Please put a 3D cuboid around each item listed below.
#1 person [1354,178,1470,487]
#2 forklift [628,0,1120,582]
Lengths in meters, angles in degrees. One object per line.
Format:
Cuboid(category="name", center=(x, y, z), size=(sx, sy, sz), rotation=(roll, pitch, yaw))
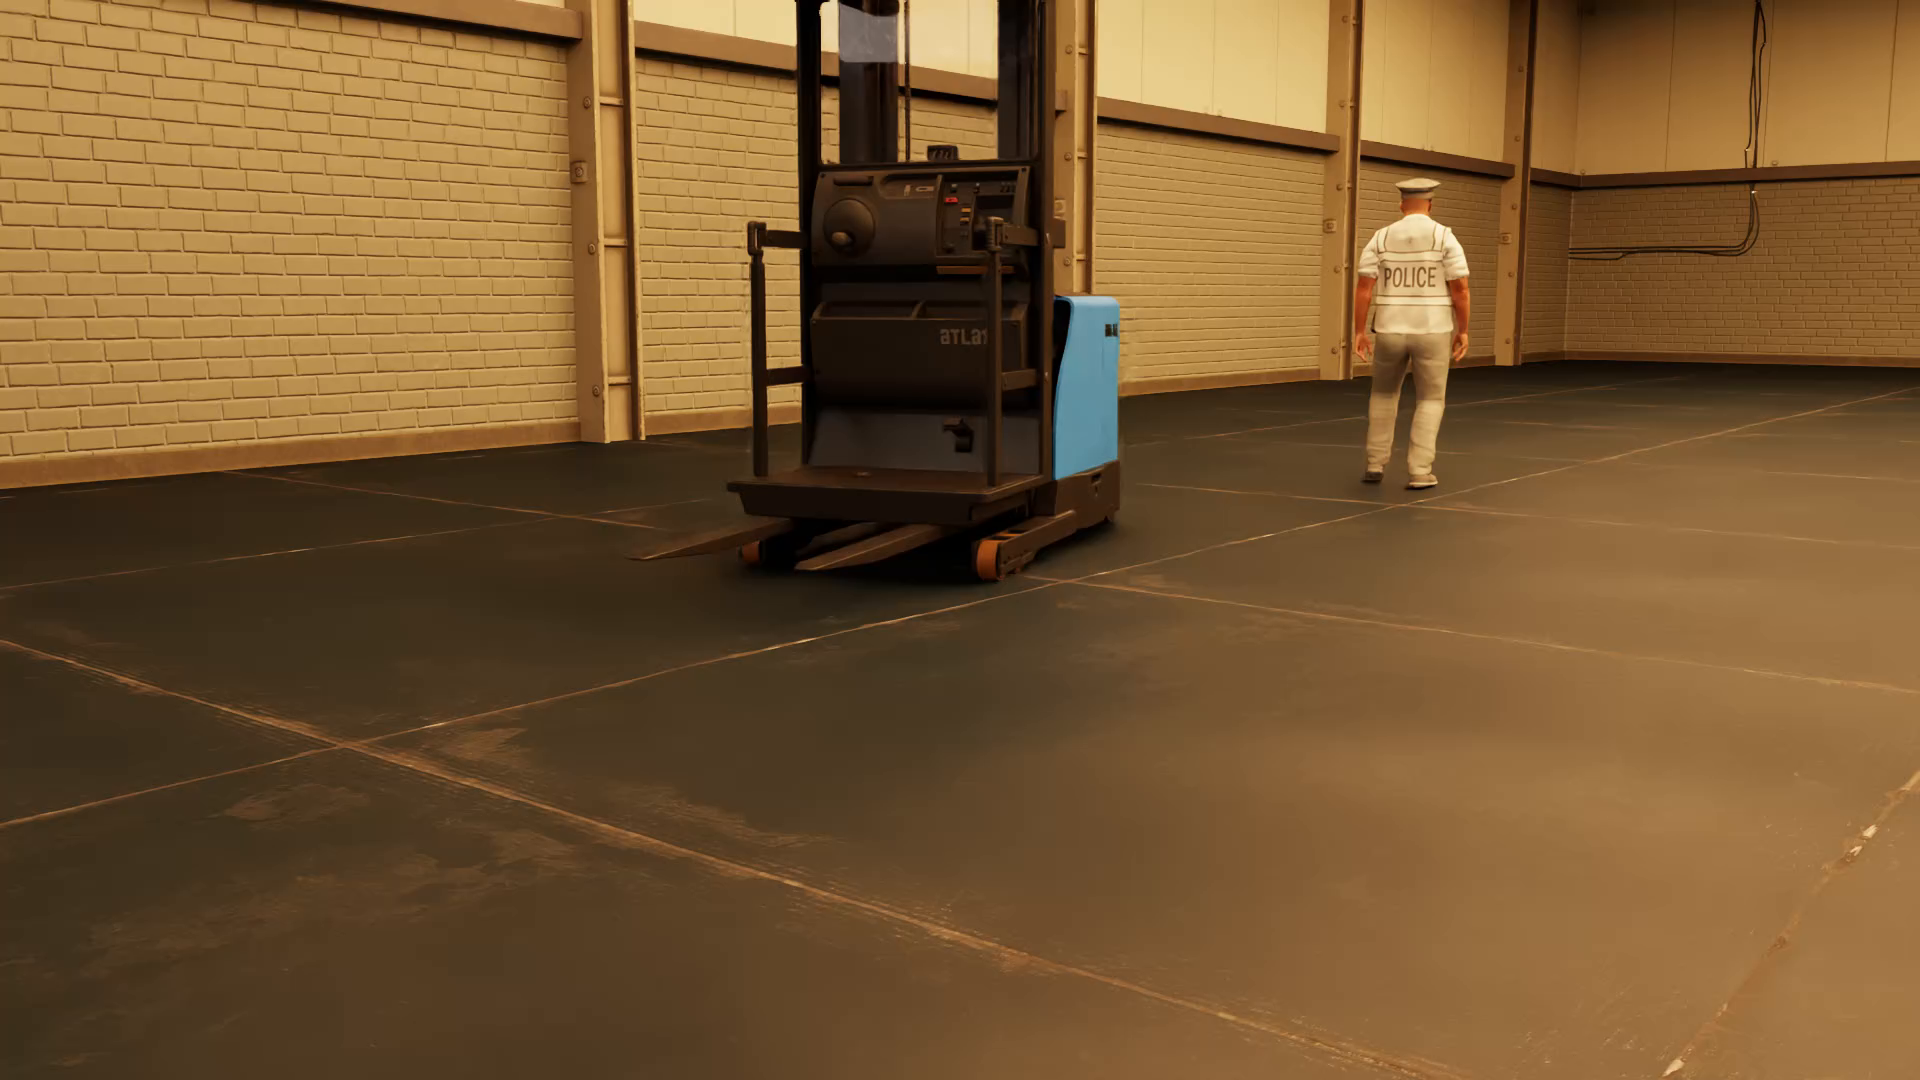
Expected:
Cuboid(category="person", center=(2.593, -1.148, 9.497), size=(0.631, 1.814, 0.541), rotation=(4, 9, 27))
Cuboid(category="forklift", center=(-0.240, -1.358, 6.560), size=(1.130, 2.935, 3.031), rotation=(3, 9, 21))
